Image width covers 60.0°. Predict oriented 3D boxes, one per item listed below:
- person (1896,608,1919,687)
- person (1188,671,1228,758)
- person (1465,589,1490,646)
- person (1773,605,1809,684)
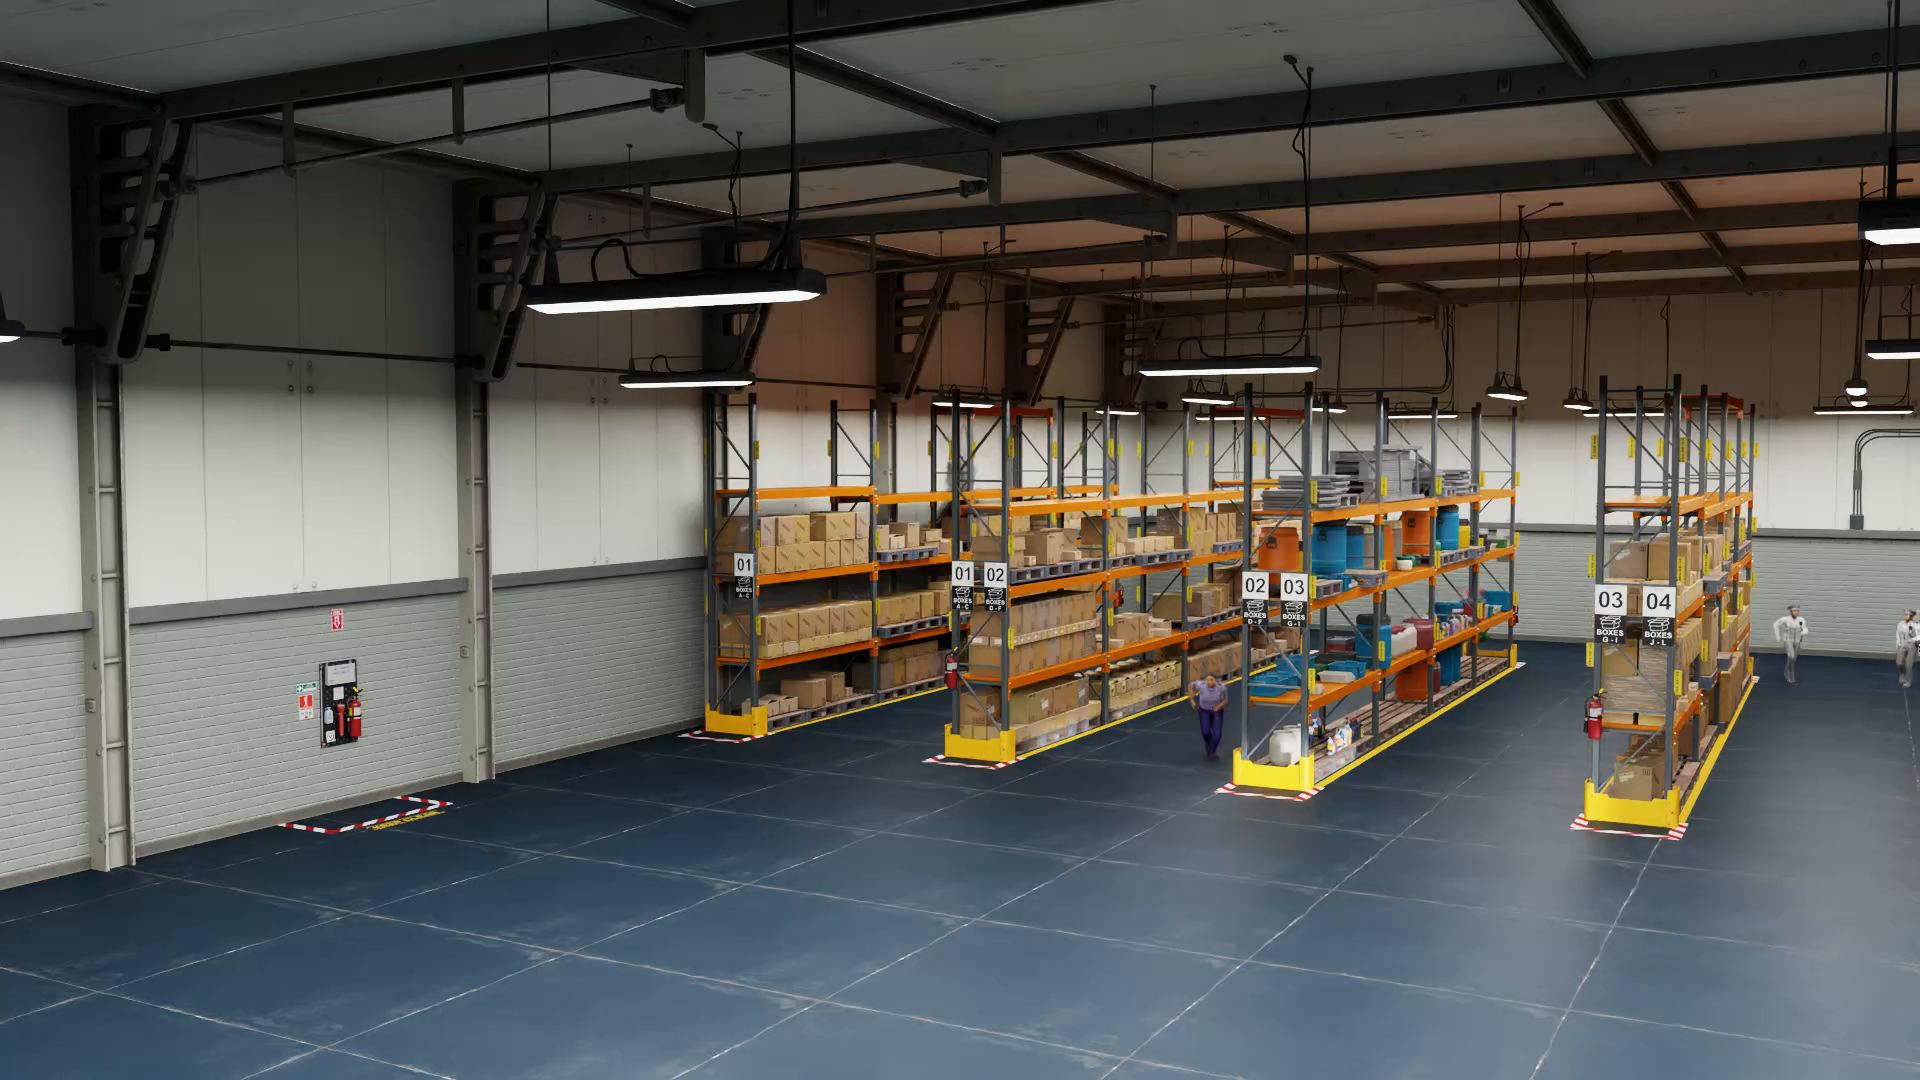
[{"bbox_3d":[19.976,2.275,35.084,0.543,1.666,0.599,-2,4,-38],"label":"person"},{"bbox_3d":[4.001,2.823,26.832,0.634,1.476,0.790,0,3,9],"label":"person"},{"bbox_3d":[12.448,2.012,39.735,0.721,1.700,0.648,2,4,28],"label":"person"},{"bbox_3d":[17.940,2.236,35.873,0.615,1.718,0.772,0,3,3],"label":"person"}]
